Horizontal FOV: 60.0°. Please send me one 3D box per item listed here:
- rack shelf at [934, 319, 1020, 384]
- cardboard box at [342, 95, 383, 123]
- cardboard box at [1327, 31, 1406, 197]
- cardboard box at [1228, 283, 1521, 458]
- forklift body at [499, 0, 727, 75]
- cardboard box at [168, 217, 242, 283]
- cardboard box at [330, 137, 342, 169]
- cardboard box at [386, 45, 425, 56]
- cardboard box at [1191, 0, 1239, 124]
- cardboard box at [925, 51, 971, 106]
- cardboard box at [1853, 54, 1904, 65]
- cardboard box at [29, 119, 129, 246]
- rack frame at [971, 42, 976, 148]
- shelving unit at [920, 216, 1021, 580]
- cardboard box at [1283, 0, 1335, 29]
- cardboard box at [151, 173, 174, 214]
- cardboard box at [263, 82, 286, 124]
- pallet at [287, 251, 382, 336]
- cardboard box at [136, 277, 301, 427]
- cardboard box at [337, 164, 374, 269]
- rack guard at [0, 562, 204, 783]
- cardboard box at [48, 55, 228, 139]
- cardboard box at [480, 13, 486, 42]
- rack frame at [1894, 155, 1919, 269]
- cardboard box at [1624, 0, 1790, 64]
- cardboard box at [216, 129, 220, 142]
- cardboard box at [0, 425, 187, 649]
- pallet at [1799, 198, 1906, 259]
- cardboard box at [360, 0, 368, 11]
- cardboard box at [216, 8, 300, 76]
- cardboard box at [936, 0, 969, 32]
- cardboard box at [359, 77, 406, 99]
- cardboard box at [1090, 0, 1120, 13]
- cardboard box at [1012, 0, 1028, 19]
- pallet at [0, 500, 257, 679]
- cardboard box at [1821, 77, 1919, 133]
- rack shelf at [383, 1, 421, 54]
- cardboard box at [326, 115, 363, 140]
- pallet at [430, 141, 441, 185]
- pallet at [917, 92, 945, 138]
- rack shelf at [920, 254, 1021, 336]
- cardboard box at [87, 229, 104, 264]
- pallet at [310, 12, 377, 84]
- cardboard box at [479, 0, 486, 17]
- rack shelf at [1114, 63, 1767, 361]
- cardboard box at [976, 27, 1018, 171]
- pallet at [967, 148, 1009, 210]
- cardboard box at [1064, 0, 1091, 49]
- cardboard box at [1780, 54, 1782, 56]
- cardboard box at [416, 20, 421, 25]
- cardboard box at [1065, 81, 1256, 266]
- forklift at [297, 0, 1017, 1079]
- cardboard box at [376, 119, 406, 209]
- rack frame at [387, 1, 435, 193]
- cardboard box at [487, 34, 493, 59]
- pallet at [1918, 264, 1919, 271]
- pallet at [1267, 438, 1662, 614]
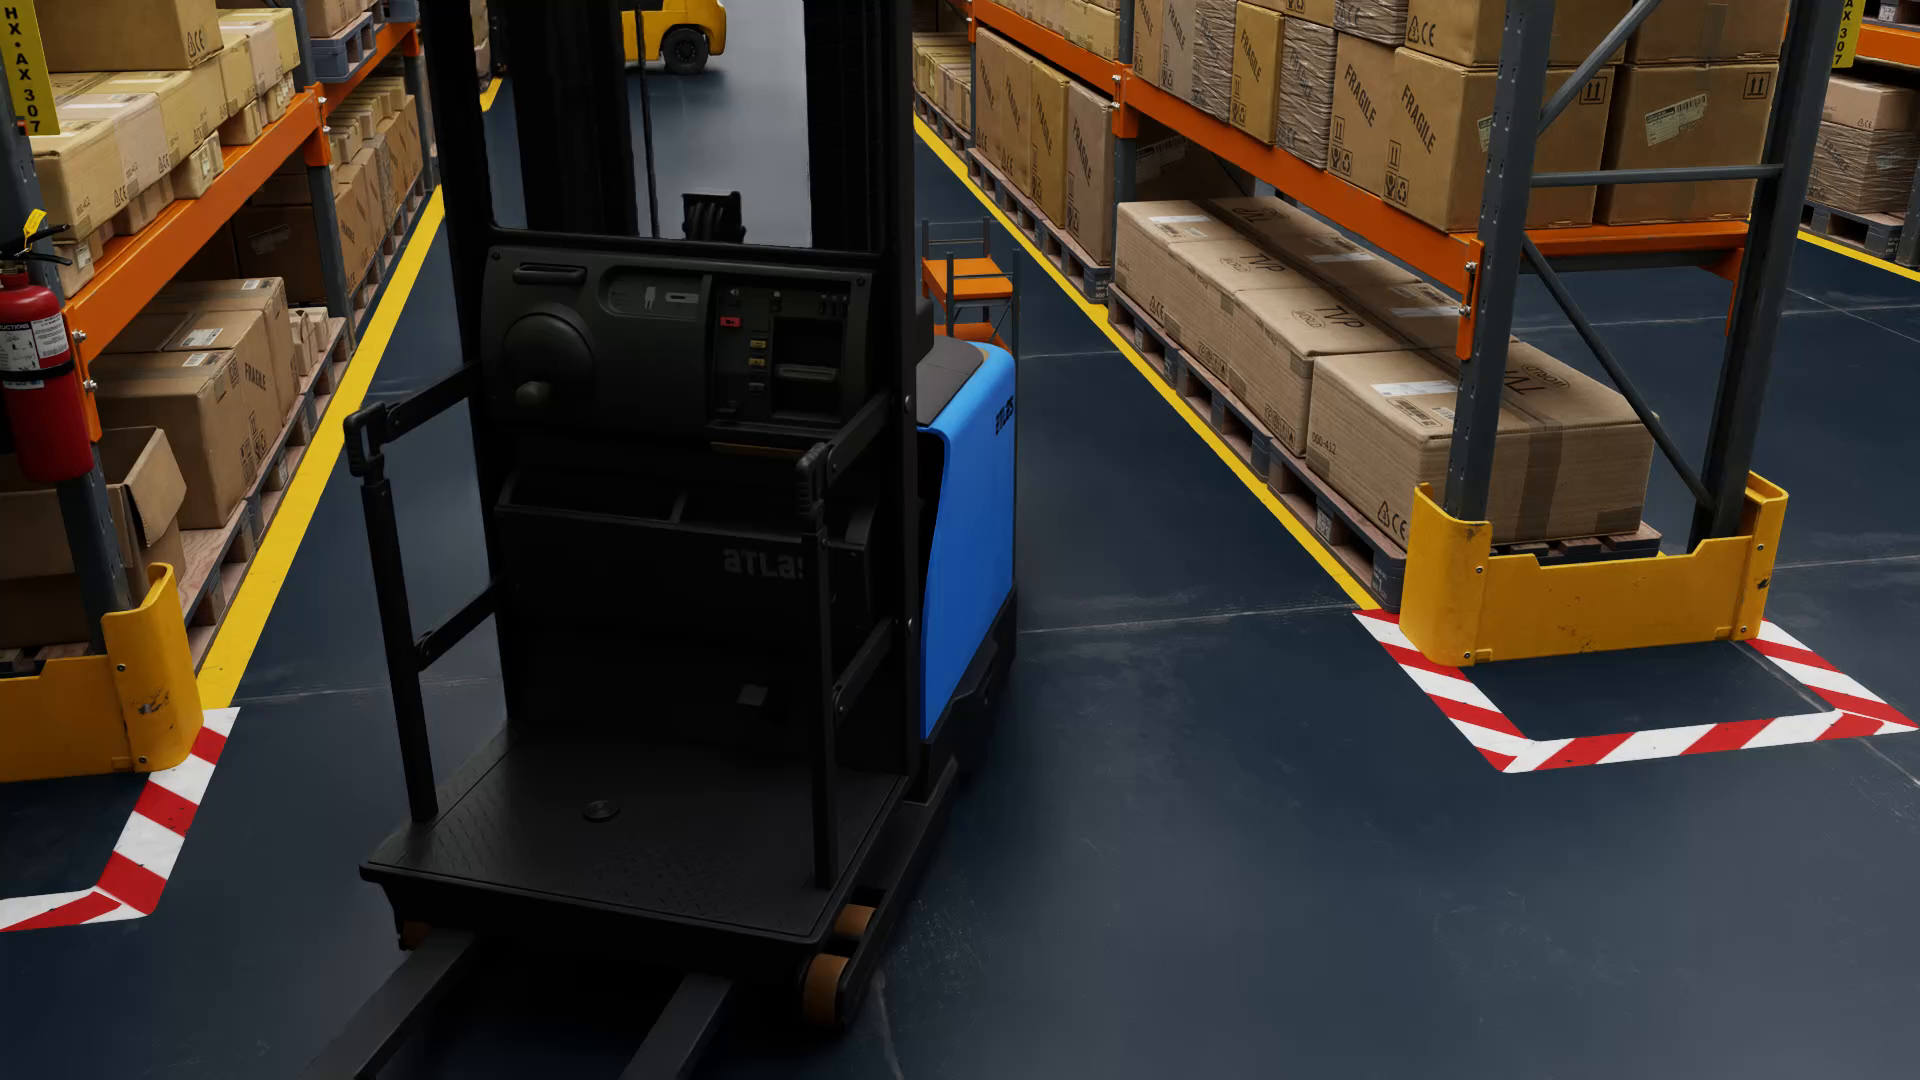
[{"bbox_3d":[0.031,-0.628,5.798,0.258,0.148,0.480,-4,24,-10],"label":"rack shelf"},{"bbox_3d":[-3.865,-2.711,10.497,0.380,0.149,0.250,-4,24,-8],"label":"cardboard box"},{"bbox_3d":[1.634,-1.498,5.807,0.500,0.500,0.500,-5,24,-11],"label":"cardboard box"},{"bbox_3d":[1.664,-0.713,6.812,0.875,0.438,0.875,-4,24,-8],"label":"cardboard box"},{"bbox_3d":[-3.631,-6.008,17.319,2.313,2.155,1.214,-4,24,-10],"label":"forklift body"},{"bbox_3d":[-3.937,-1.506,8.549,0.500,0.500,0.500,-4,24,-10],"label":"cardboard box"},{"bbox_3d":[-3.610,-2.103,9.106,0.380,0.149,0.250,-5,24,-11],"label":"cardboard box"},{"bbox_3d":[-4.526,-3.468,12.886,0.875,0.625,0.625,-4,24,-8],"label":"cardboard box"},{"bbox_3d":[1.326,-2.104,7.195,0.500,0.500,0.500,-4,24,-9],"label":"cardboard box"},{"bbox_3d":[0.208,-4.030,14.487,0.950,0.372,0.625,-4,24,-8],"label":"cardboard box"},{"bbox_3d":[6.100,-3.174,11.431,0.500,0.250,0.500,-3,24,-8],"label":"cardboard box"},{"bbox_3d":[-2.635,-0.981,4.563,0.500,0.250,0.500,-4,24,-9],"label":"cardboard box"},{"bbox_3d":[0.582,-4.230,12.188,1.000,3.000,0.127,-4,24,-10],"label":"rack frame"},{"bbox_3d":[0.031,-0.485,5.861,0.258,1.200,0.503,-4,24,-10],"label":"shelving unit"},{"bbox_3d":[1.525,-2.158,6.068,0.500,0.500,0.500,-4,24,-10],"label":"cardboard box"},{"bbox_3d":[-2.824,-1.155,5.460,0.380,0.149,0.250,-4,24,-9],"label":"cardboard box"},{"bbox_3d":[-3.107,-1.865,7.086,0.380,0.149,0.250,-4,24,-8],"label":"cardboard box"},{"bbox_3d":[-3.743,-1.327,9.025,1.003,0.211,1.213,-4,24,-10],"label":"pallet"},{"bbox_3d":[-3.148,-0.757,6.833,0.700,0.500,0.500,-5,24,-12],"label":"cardboard box"},{"bbox_3d":[-3.532,-1.751,9.109,0.500,0.500,0.500,-5,24,-10],"label":"cardboard box"},{"bbox_3d":[-2.830,0.401,4.707,1.175,0.500,0.348,-4,24,-10],"label":"rack guard"},{"bbox_3d":[-2.941,-1.578,5.930,0.500,0.250,0.500,-5,24,-11],"label":"cardboard box"},{"bbox_3d":[-4.916,-5.007,16.253,0.500,0.250,0.500,-4,24,-10],"label":"cardboard box"},{"bbox_3d":[6.168,-3.063,9.515,1.000,3.000,0.127,-4,24,-10],"label":"rack frame"},{"bbox_3d":[2.253,-1.797,5.243,0.500,0.500,0.500,-5,24,-11],"label":"cardboard box"},{"bbox_3d":[-3.073,-1.551,6.369,0.380,0.149,0.250,-4,24,-9],"label":"cardboard box"},{"bbox_3d":[-2.836,-0.011,5.121,0.797,0.503,0.637,-5,24,-12],"label":"cardboard box"},{"bbox_3d":[6.022,-2.091,10.774,1.003,0.211,1.213,-4,24,-10],"label":"pallet"},{"bbox_3d":[-3.435,-2.994,9.000,0.396,0.266,0.258,-3,24,-7],"label":"cardboard box"},{"bbox_3d":[-3.222,-2.173,7.294,0.500,0.250,0.500,-4,24,-8],"label":"cardboard box"},{"bbox_3d":[-0.001,-5.332,16.684,0.500,0.500,0.500,-3,24,-7],"label":"cardboard box"},{"bbox_3d":[-3.955,-3.030,11.228,0.380,0.149,0.250,-5,24,-12],"label":"cardboard box"},{"bbox_3d":[1.001,-2.973,8.871,0.500,0.250,0.500,-4,24,-10],"label":"cardboard box"},{"bbox_3d":[0.629,-3.543,10.802,0.500,0.250,0.500,-4,24,-8],"label":"cardboard box"},{"bbox_3d":[-2.978,0.220,5.483,1.003,0.211,1.213,-4,24,-10],"label":"pallet"},{"bbox_3d":[5.782,-2.728,10.409,0.500,0.250,0.500,-5,24,-11],"label":"cardboard box"},{"bbox_3d":[-4.665,-4.318,13.289,1.077,0.370,4.000,-4,24,-10],"label":"rack shelf"},{"bbox_3d":[-3.742,-2.406,9.799,0.380,0.149,0.250,-4,24,-10],"label":"cardboard box"},{"bbox_3d":[-4.409,-2.910,12.649,1.003,0.211,1.213,-4,24,-10],"label":"pallet"},{"bbox_3d":[0.217,-3.739,14.546,1.003,0.211,1.213,-4,24,-10],"label":"pallet"},{"bbox_3d":[0.031,-0.845,5.703,0.258,0.148,0.480,-4,24,-10],"label":"rack shelf"},{"bbox_3d":[-2.700,-0.846,4.753,0.380,0.149,0.250,-4,24,-8],"label":"cardboard box"},{"bbox_3d":[-3.596,-2.522,8.517,1.003,0.211,1.213,-4,24,-10],"label":"pallet"},{"bbox_3d":[-4.901,-5.241,16.163,0.500,0.250,0.500,-4,24,-10],"label":"cardboard box"},{"bbox_3d":[1.692,-1.540,6.928,1.077,0.370,4.000,-4,24,-10],"label":"rack shelf"},{"bbox_3d":[0.628,-3.171,11.893,0.875,0.875,0.875,-5,24,-10],"label":"cardboard box"},{"bbox_3d":[0.654,-2.637,12.023,1.003,0.211,1.213,-4,24,-10],"label":"pallet"},{"bbox_3d":[0.898,-2.946,9.436,0.500,0.250,0.500,-5,24,-10],"label":"cardboard box"},{"bbox_3d":[5.490,-3.343,11.817,0.500,0.250,0.500,-4,24,-9],"label":"cardboard box"},{"bbox_3d":[-4.927,-4.334,14.869,0.875,0.625,0.625,-3,24,-7],"label":"cardboard box"},{"bbox_3d":[1.129,-2.114,9.471,0.875,0.875,0.875,-4,24,-8],"label":"cardboard box"},{"bbox_3d":[-0.699,-0.418,3.546,1.130,2.935,3.031,6,24,14],"label":"forklift"},{"bbox_3d":[-3.824,-2.355,10.492,0.500,0.500,0.500,-3,24,-7],"label":"cardboard box"},{"bbox_3d":[-4.295,-3.861,11.343,1.000,3.000,0.127,-4,24,-10],"label":"rack frame"},{"bbox_3d":[-5.018,-4.981,16.819,0.500,0.250,0.500,-4,24,-9],"label":"cardboard box"},{"bbox_3d":[6.327,-1.523,9.474,1.003,0.211,1.213,-4,24,-10],"label":"pallet"},{"bbox_3d":[1.837,-0.114,6.248,1.003,0.211,1.213,-4,24,-10],"label":"pallet"}]
